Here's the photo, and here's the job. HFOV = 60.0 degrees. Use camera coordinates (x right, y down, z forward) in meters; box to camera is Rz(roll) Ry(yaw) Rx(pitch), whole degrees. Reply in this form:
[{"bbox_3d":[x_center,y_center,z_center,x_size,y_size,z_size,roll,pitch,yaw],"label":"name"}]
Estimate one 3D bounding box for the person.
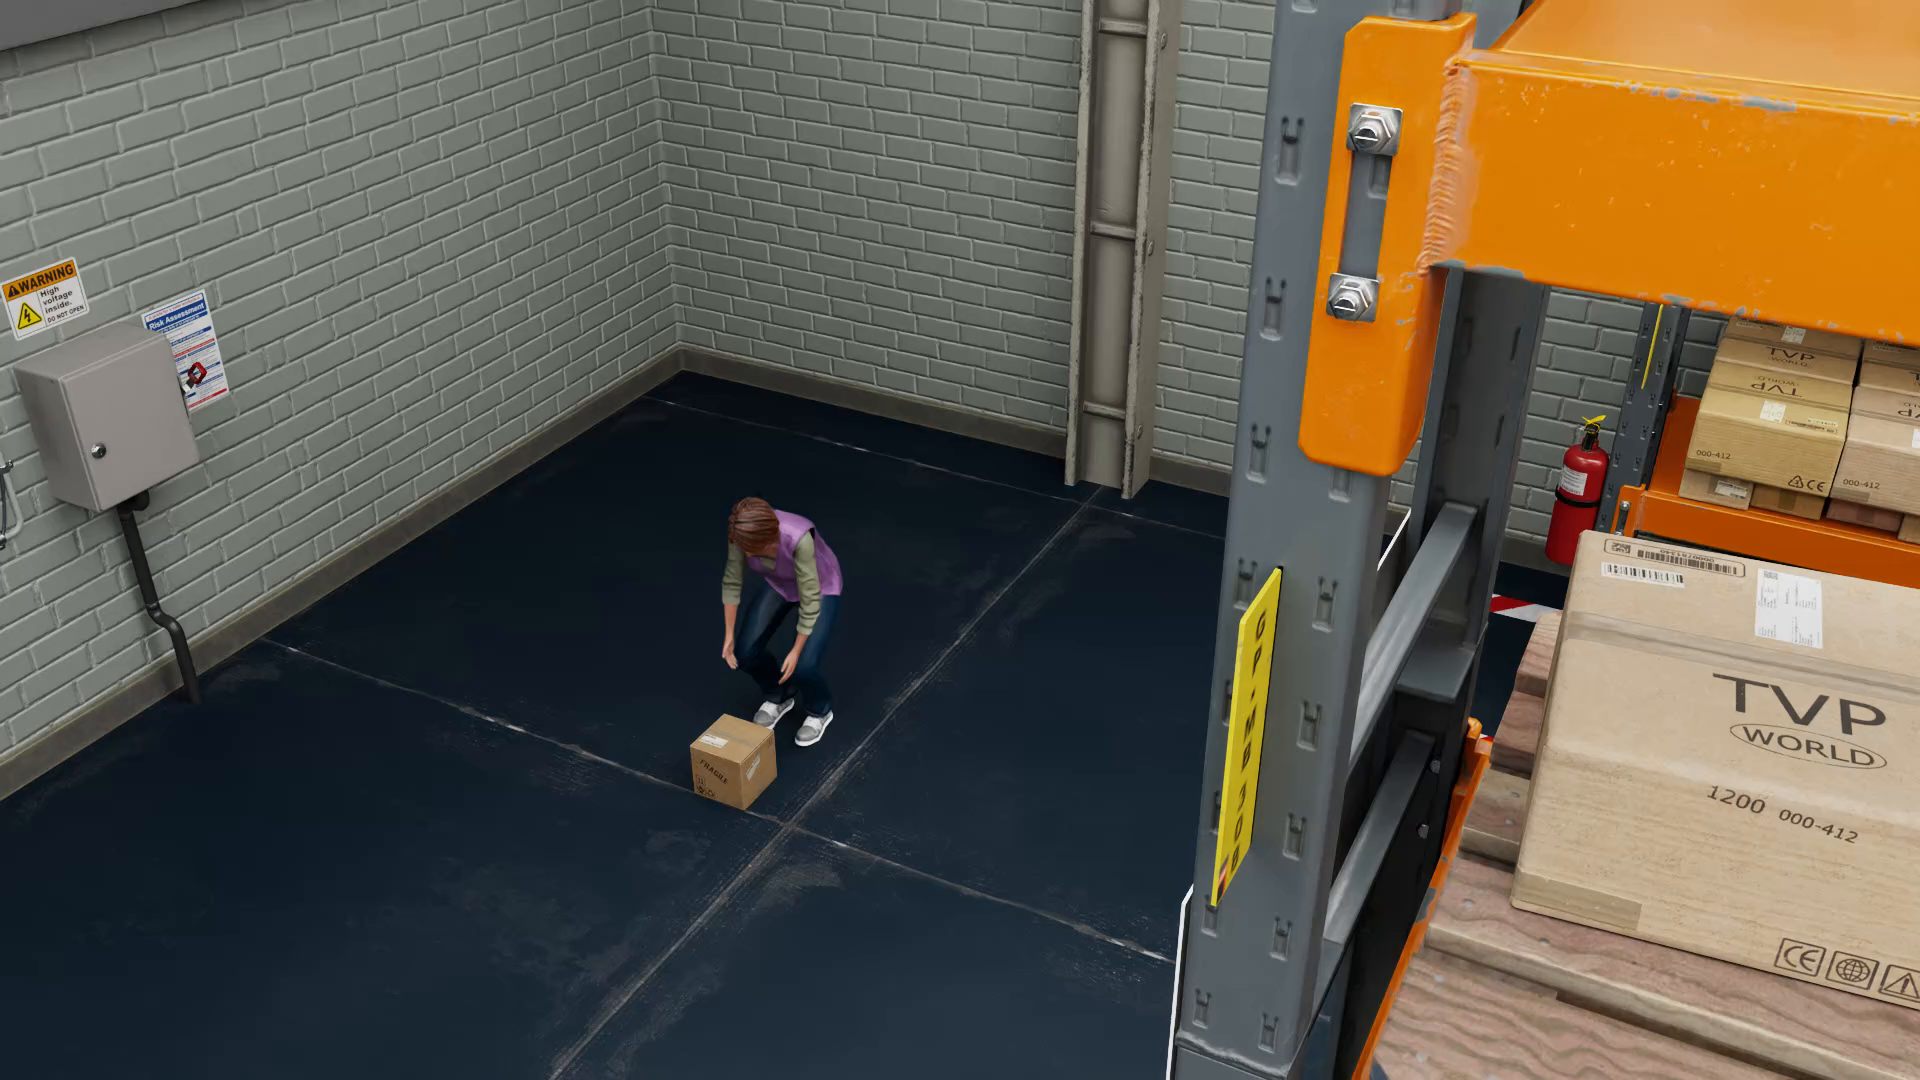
[{"bbox_3d":[-0.721,0.298,6.963,0.463,1.270,0.673,15,34,23],"label":"person"}]
